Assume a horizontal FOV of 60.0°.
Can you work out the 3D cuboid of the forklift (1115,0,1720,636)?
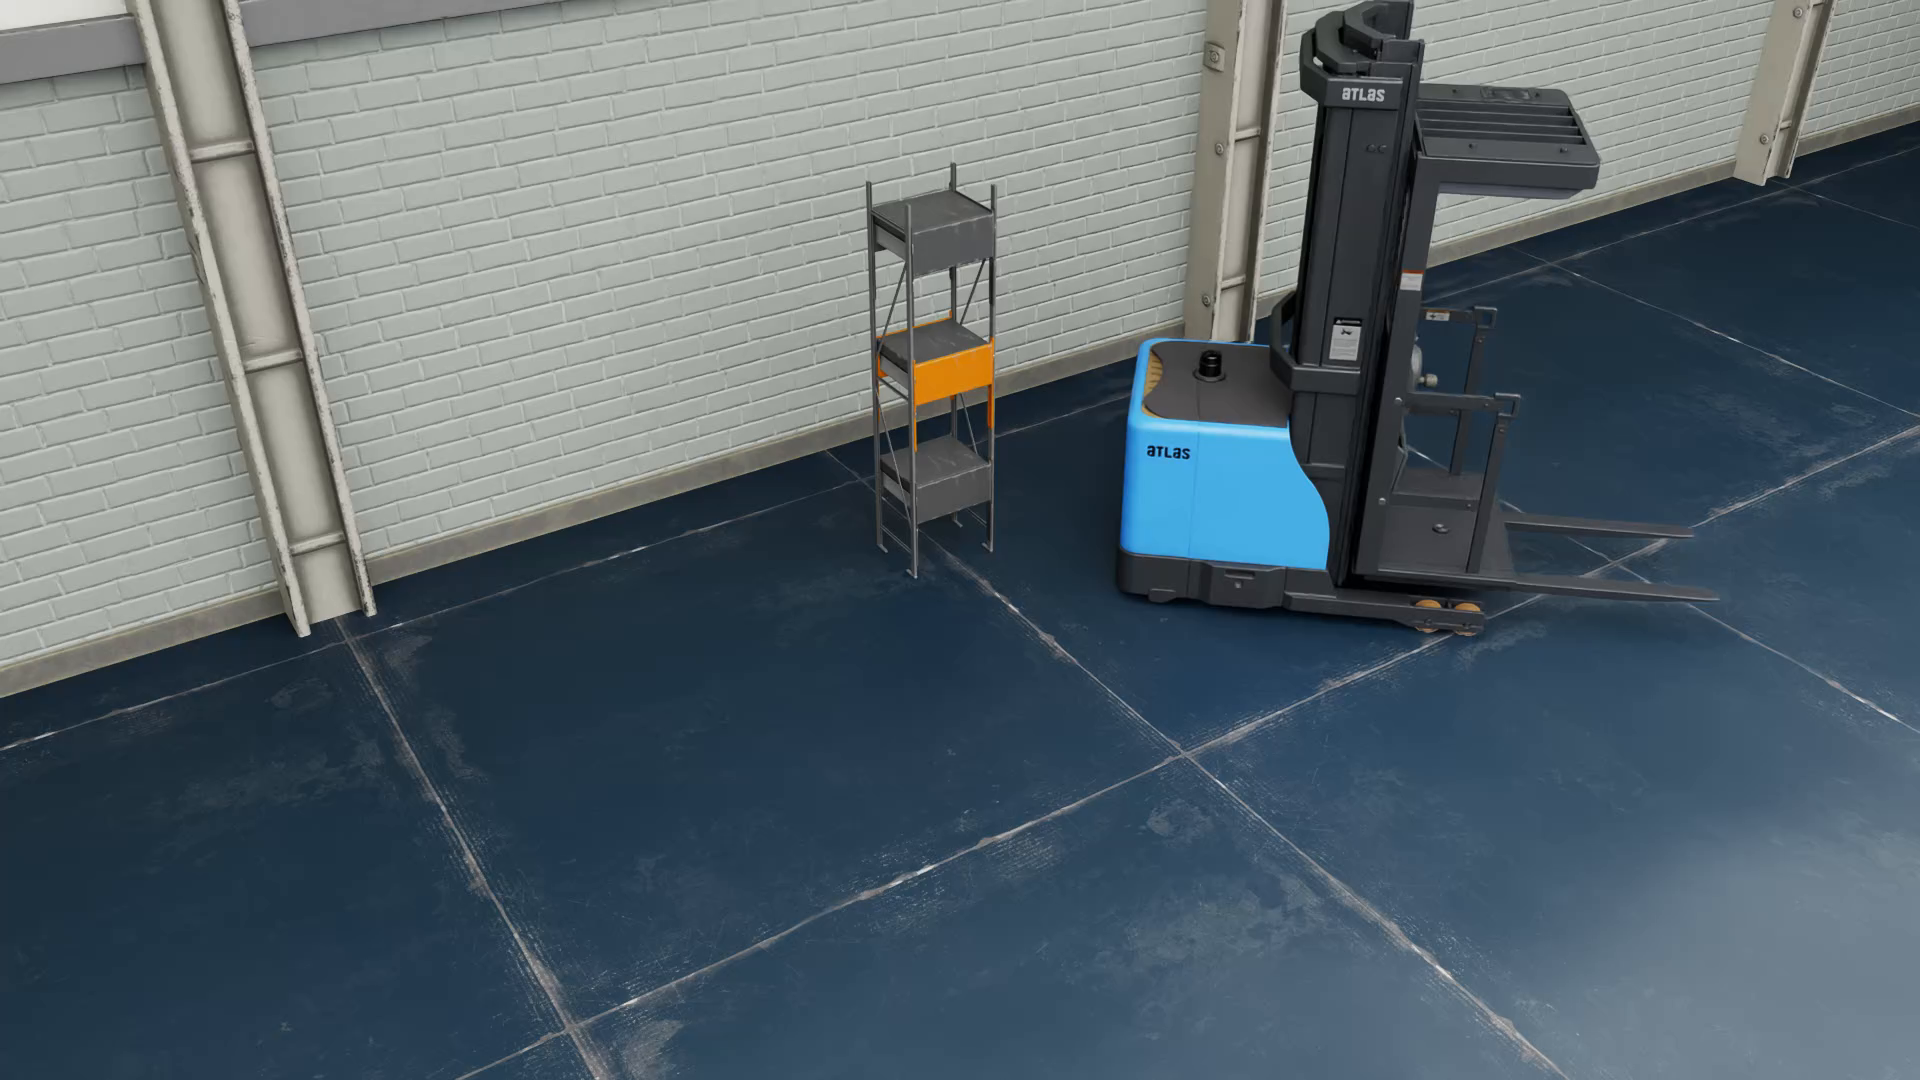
[{"bbox_3d":[2.381,-1.056,8.178,3.031,2.935,1.130,5,33,8],"label":"forklift"}]

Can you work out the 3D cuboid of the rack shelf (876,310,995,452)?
[{"bbox_3d":[-0.139,-0.829,8.621,0.480,0.518,0.431,-19,37,-27],"label":"rack shelf"}]

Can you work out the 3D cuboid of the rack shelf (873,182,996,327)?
[{"bbox_3d":[-0.139,-1.421,8.248,0.480,0.518,0.431,-19,37,-27],"label":"rack shelf"}]

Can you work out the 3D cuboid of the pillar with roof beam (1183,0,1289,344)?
[{"bbox_3d":[4.098,-3.240,5.951,0.400,9.000,9.100,-19,37,-27],"label":"pillar with roof beam"}]

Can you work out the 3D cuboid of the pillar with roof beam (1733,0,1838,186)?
[{"bbox_3d":[9.141,-4.974,8.701,0.400,9.000,9.100,-19,37,-27],"label":"pillar with roof beam"}]

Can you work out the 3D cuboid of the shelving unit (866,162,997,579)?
[{"bbox_3d":[-0.139,-0.840,8.614,0.503,2.100,0.431,-19,37,-27],"label":"shelving unit"}]

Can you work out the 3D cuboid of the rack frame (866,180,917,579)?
[{"bbox_3d":[-0.344,-0.770,8.502,0.015,2.100,0.400,-19,37,-27],"label":"rack frame"}]

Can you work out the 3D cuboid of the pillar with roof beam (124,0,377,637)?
[{"bbox_3d":[-0.945,-1.505,3.202,0.400,9.000,9.100,-19,37,-27],"label":"pillar with roof beam"}]

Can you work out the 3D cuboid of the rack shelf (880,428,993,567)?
[{"bbox_3d":[-0.139,-0.237,8.995,0.480,0.518,0.431,-19,37,-27],"label":"rack shelf"}]

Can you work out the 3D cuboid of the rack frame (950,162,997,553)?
[{"bbox_3d":[0.066,-0.911,8.726,0.015,2.100,0.400,-19,37,-27],"label":"rack frame"}]
